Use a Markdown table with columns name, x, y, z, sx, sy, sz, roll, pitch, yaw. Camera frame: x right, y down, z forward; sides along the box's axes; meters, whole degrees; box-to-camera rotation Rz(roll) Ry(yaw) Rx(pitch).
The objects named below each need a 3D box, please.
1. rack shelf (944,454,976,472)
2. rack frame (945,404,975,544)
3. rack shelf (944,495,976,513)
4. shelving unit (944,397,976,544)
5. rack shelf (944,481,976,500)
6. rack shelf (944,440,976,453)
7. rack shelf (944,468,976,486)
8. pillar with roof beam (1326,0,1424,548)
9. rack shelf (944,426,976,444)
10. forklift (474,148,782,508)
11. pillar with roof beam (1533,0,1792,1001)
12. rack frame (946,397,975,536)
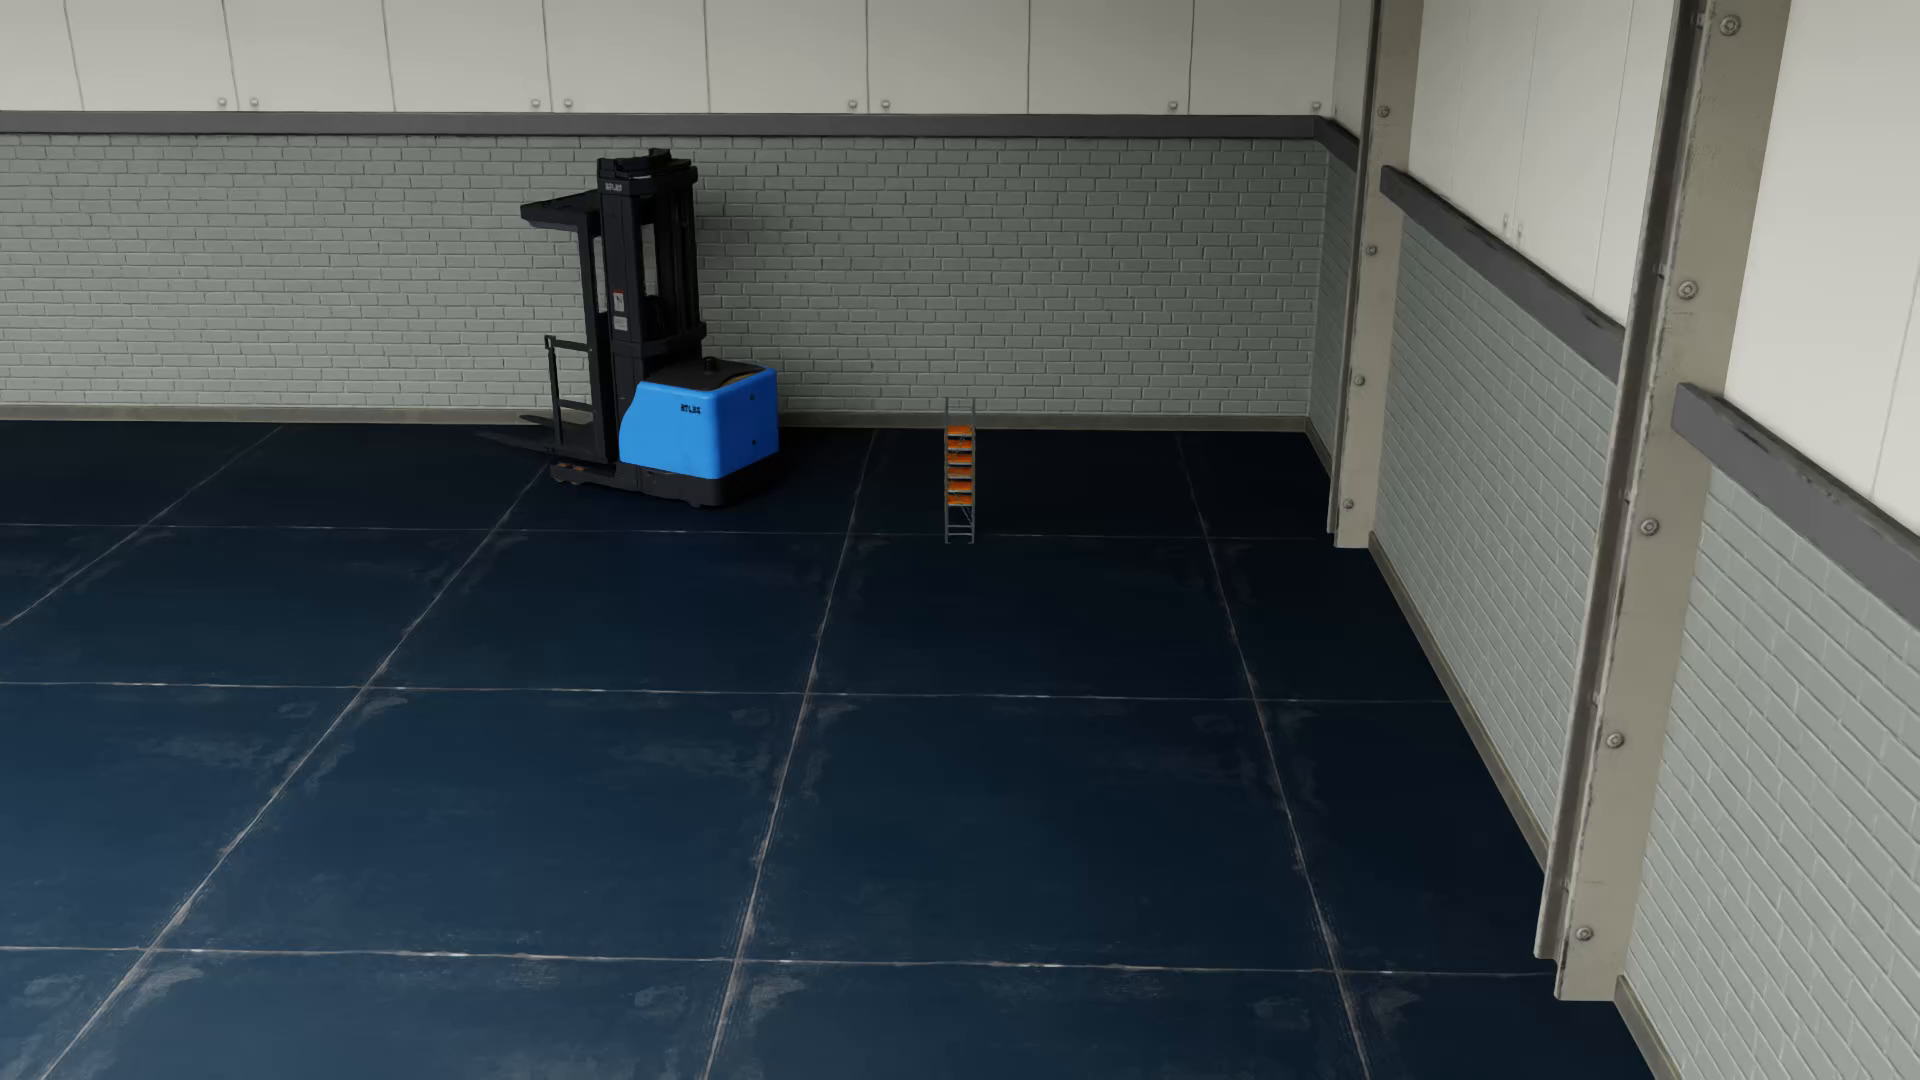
| name | x | y | z | sx | sy | sz | roll | pitch | yaw |
| --- | --- | --- | --- | --- | --- | --- | --- | --- | --- |
| rack shelf | 0.000 | -0.635 | 13.591 | 0.258 | 0.103 | 0.180 | 1 | 21 | 2 |
| rack frame | -0.002 | -0.532 | 13.533 | 0.240 | 1.200 | 0.006 | 1 | 21 | 2 |
| rack shelf | 0.000 | -0.299 | 13.722 | 0.258 | 0.103 | 0.180 | 1 | 21 | 2 |
| shelving unit | 0.000 | -0.565 | 13.619 | 0.258 | 1.200 | 0.189 | 1 | 21 | 2 |
| rack shelf | 0.000 | -0.411 | 13.678 | 0.258 | 0.103 | 0.180 | 1 | 21 | 2 |
| rack shelf | 0.000 | -0.747 | 13.548 | 0.258 | 0.103 | 0.180 | 1 | 21 | 2 |
| rack shelf | 0.000 | -0.523 | 13.635 | 0.258 | 0.103 | 0.180 | 1 | 21 | 2 |
| pillar with roof beam | -1.064 | -4.250 | 12.336 | 9.100 | 9.000 | 0.400 | 1 | 21 | 2 |
| rack shelf | 0.000 | -0.859 | 13.505 | 0.258 | 0.103 | 0.180 | 1 | 21 | 2 |
| forklift | -3.156 | -2.016 | 14.965 | 3.031 | 2.935 | 1.130 | 12 | 24 | 27 |
| pillar with roof beam | -1.247 | -2.081 | 6.745 | 9.100 | 9.000 | 0.400 | 1 | 21 | 2 |
| rack frame | 0.003 | -0.598 | 13.704 | 0.240 | 1.200 | 0.006 | 1 | 21 | 2 |
